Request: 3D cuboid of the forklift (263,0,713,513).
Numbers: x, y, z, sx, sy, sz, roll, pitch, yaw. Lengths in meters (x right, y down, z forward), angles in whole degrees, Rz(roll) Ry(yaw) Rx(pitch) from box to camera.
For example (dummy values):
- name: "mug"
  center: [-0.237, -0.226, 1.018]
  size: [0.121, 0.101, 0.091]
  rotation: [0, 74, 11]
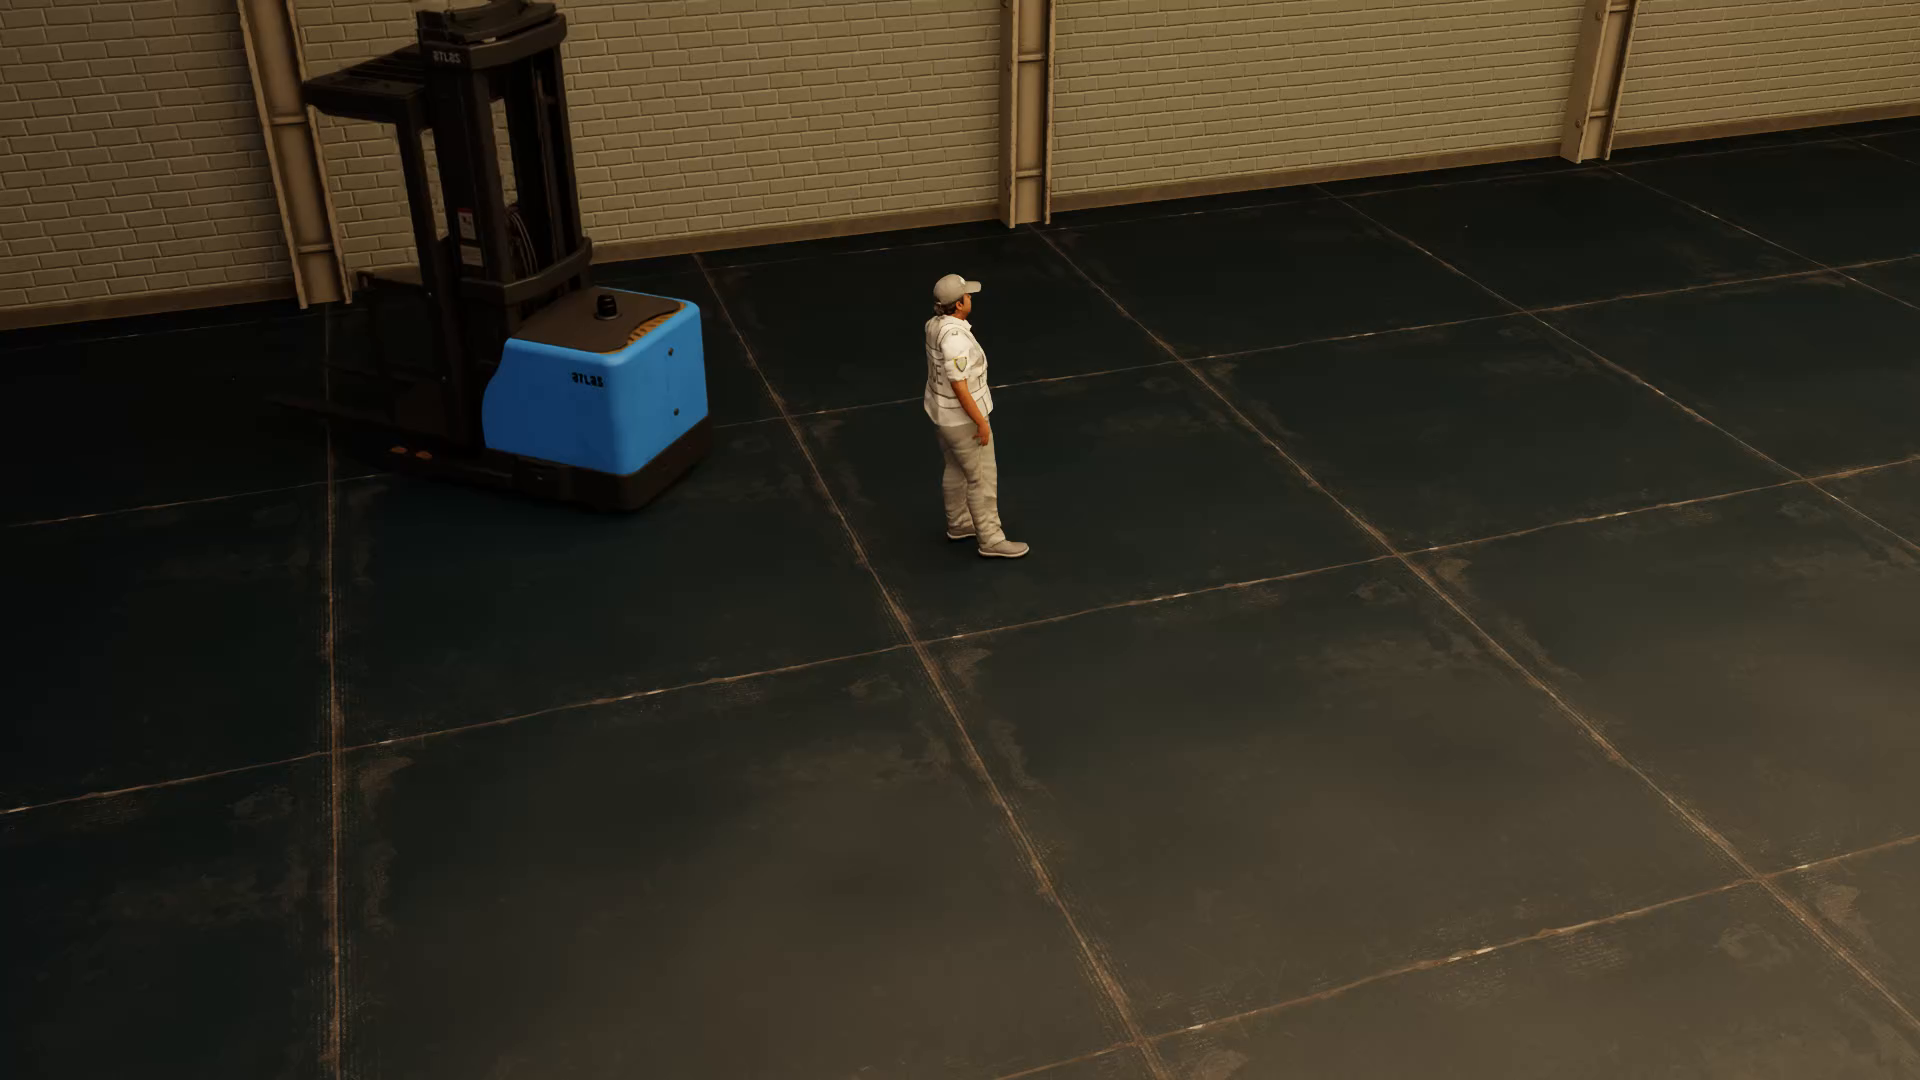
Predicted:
- name: "forklift"
  center: [-3.192, -1.903, 10.394]
  size: [3.031, 2.935, 1.130]
  rotation: [12, 32, 19]

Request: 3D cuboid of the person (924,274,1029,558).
- name: "person"
  center: [0.080, -0.726, 9.611]
  size: [0.529, 1.661, 0.597]
  rotation: [-10, 31, -16]
